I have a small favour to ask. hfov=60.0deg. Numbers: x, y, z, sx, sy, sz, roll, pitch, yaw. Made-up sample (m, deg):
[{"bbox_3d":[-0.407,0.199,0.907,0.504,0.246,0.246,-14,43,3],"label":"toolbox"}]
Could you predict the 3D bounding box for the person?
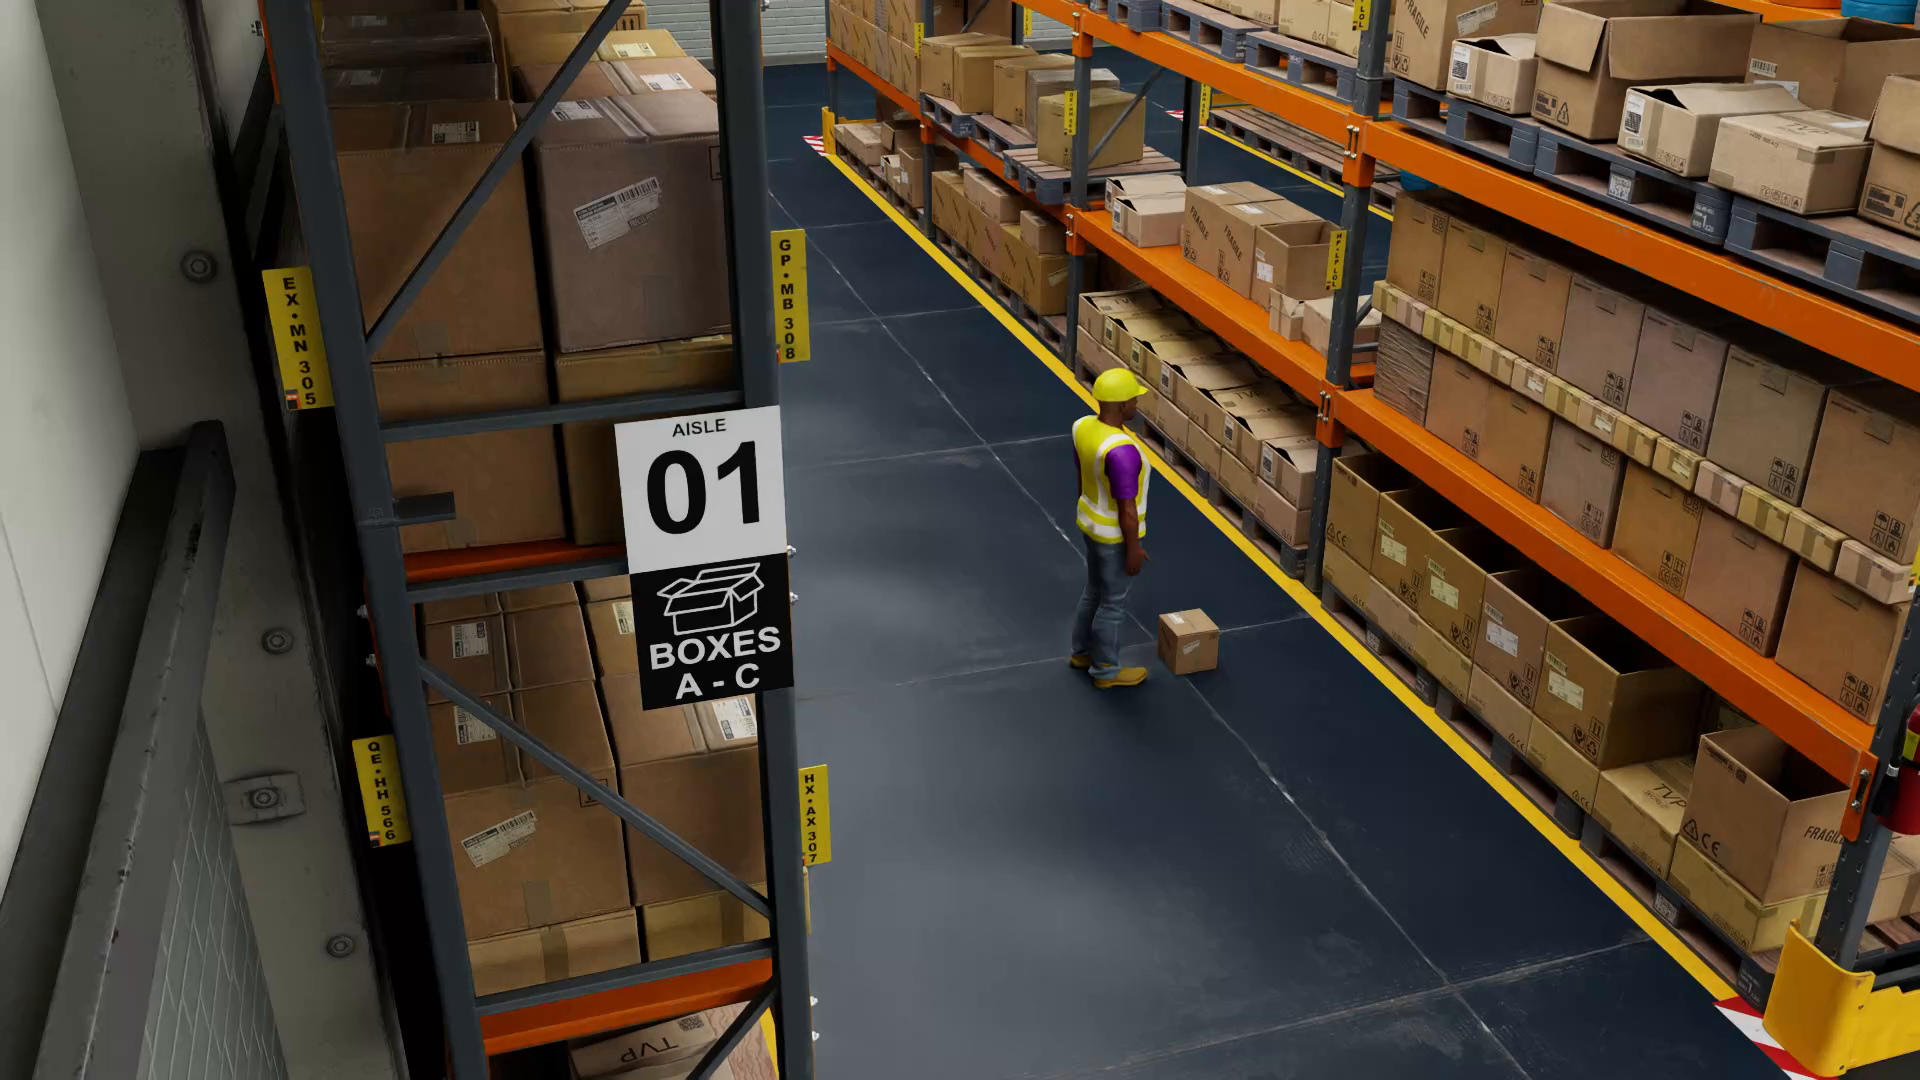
[{"bbox_3d":[0.808,-0.038,8.704,0.377,1.807,0.575,-9,27,-17],"label":"person"}]
